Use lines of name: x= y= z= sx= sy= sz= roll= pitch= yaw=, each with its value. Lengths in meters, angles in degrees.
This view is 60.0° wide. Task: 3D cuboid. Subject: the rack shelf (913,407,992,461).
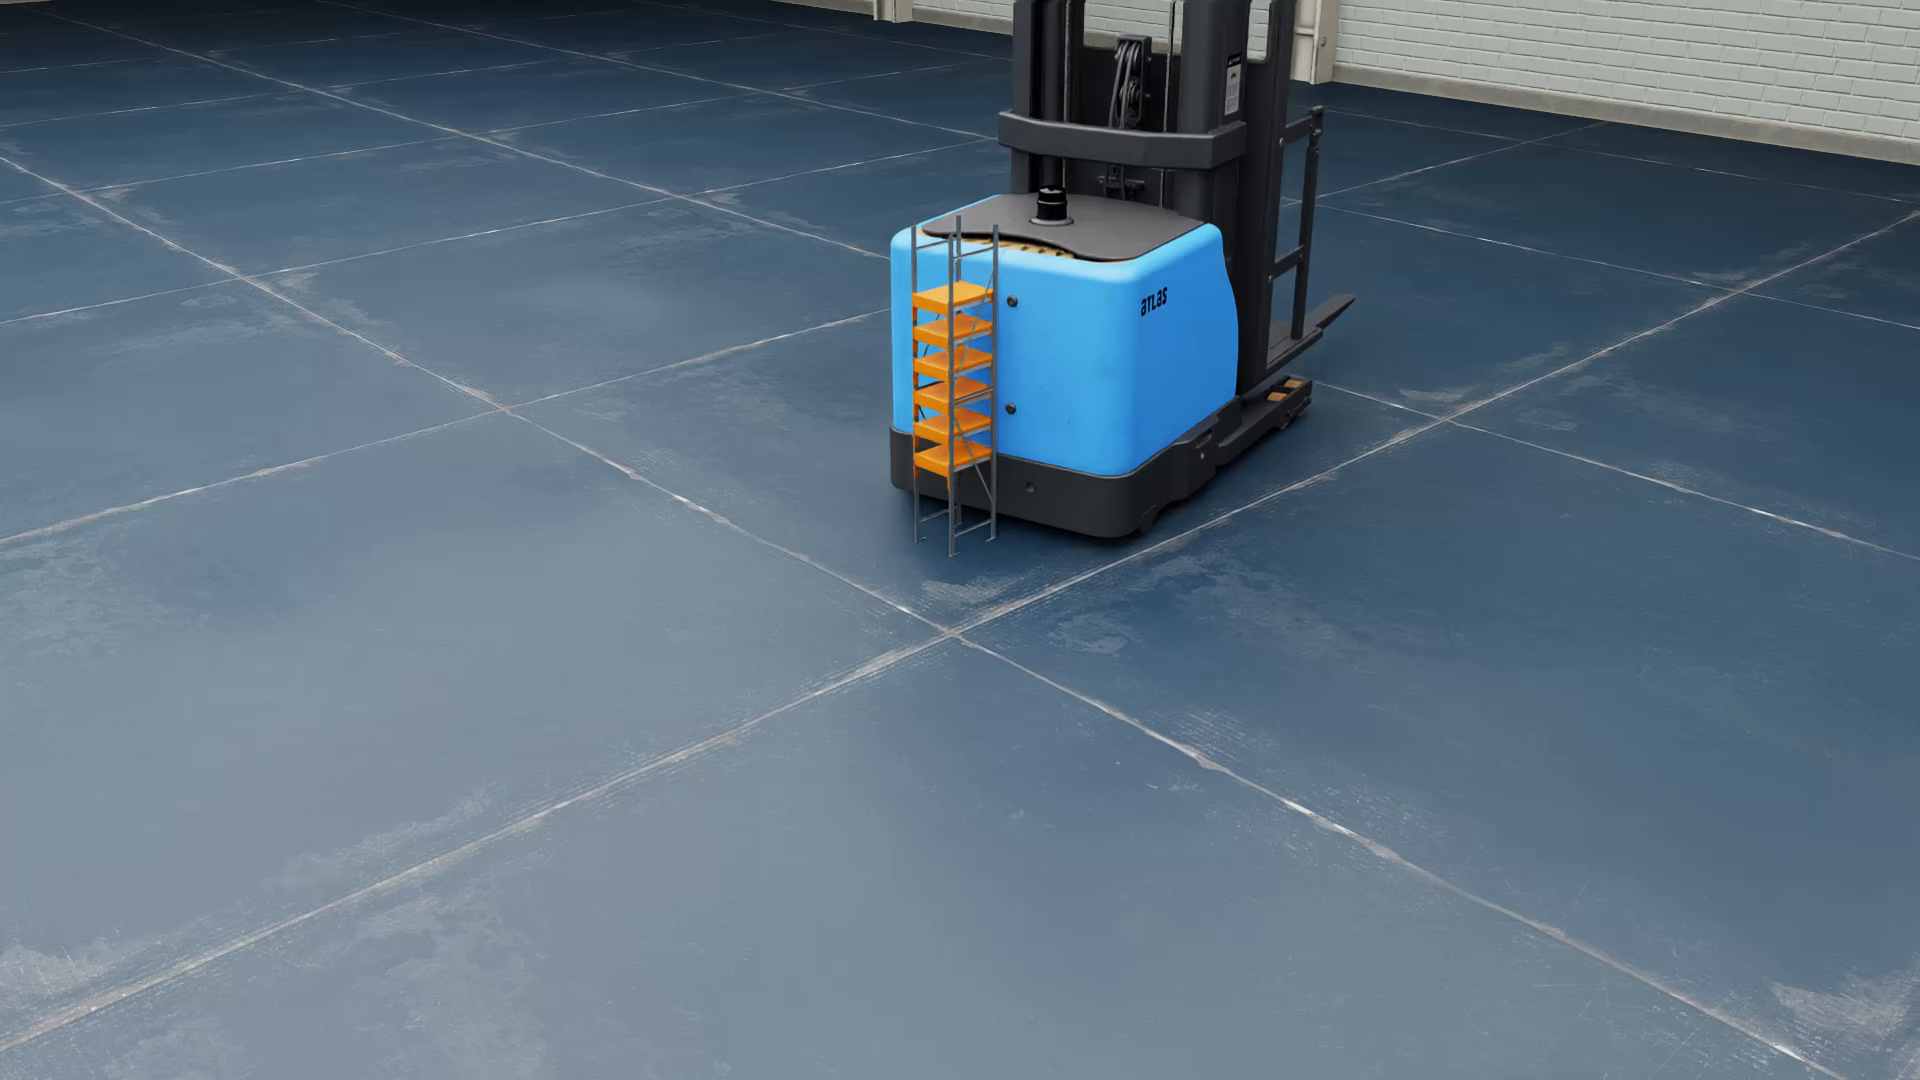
rack shelf: x=-0.018 y=-0.393 z=6.062 sx=0.180 sy=0.103 sz=0.258 roll=22 pitch=33 yaw=40

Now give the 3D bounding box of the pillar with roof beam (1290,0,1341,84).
pillar with roof beam: x=0.170 y=-7.264 z=11.332 sx=9.100 sy=9.000 sz=0.400 roll=-21 pitch=32 yaw=-38

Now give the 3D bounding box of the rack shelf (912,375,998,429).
rack shelf: x=-0.018 y=-0.502 z=6.013 sx=0.180 sy=0.103 sz=0.258 roll=22 pitch=33 yaw=40

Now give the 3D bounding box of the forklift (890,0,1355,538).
forklift: x=0.925 y=-1.908 z=6.900 sx=1.130 sy=2.935 sz=3.031 roll=14 pitch=28 yaw=28

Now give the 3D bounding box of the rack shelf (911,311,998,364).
rack shelf: x=-0.018 y=-0.721 z=5.913 sx=0.180 sy=0.103 sz=0.258 roll=22 pitch=33 yaw=40

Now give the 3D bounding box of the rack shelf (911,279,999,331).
rack shelf: x=-0.018 y=-0.830 z=5.863 sx=0.180 sy=0.103 sz=0.258 roll=22 pitch=33 yaw=40

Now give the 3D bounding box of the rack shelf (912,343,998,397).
rack shelf: x=-0.018 y=-0.612 z=5.963 sx=0.180 sy=0.103 sz=0.258 roll=22 pitch=33 yaw=40

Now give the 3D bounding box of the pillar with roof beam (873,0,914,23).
pillar with roof beam: x=-3.931 y=-9.082 z=15.316 sx=9.100 sy=9.000 sz=0.400 roll=-21 pitch=32 yaw=-38

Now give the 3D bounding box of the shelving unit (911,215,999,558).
shelving unit: x=-0.018 y=-0.543 z=5.994 sx=0.189 sy=1.200 sz=0.258 roll=22 pitch=33 yaw=40

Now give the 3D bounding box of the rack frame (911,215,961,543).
rack frame: x=-0.082 y=-0.570 z=6.053 sx=0.006 sy=1.200 sz=0.240 roll=22 pitch=33 yaw=40

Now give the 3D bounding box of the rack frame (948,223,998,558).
rack frame: x=0.047 y=-0.516 z=5.935 sx=0.006 sy=1.200 sz=0.240 roll=22 pitch=33 yaw=40

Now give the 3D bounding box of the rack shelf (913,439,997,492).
rack shelf: x=-0.018 y=-0.284 z=6.112 sx=0.180 sy=0.103 sz=0.258 roll=22 pitch=33 yaw=40
